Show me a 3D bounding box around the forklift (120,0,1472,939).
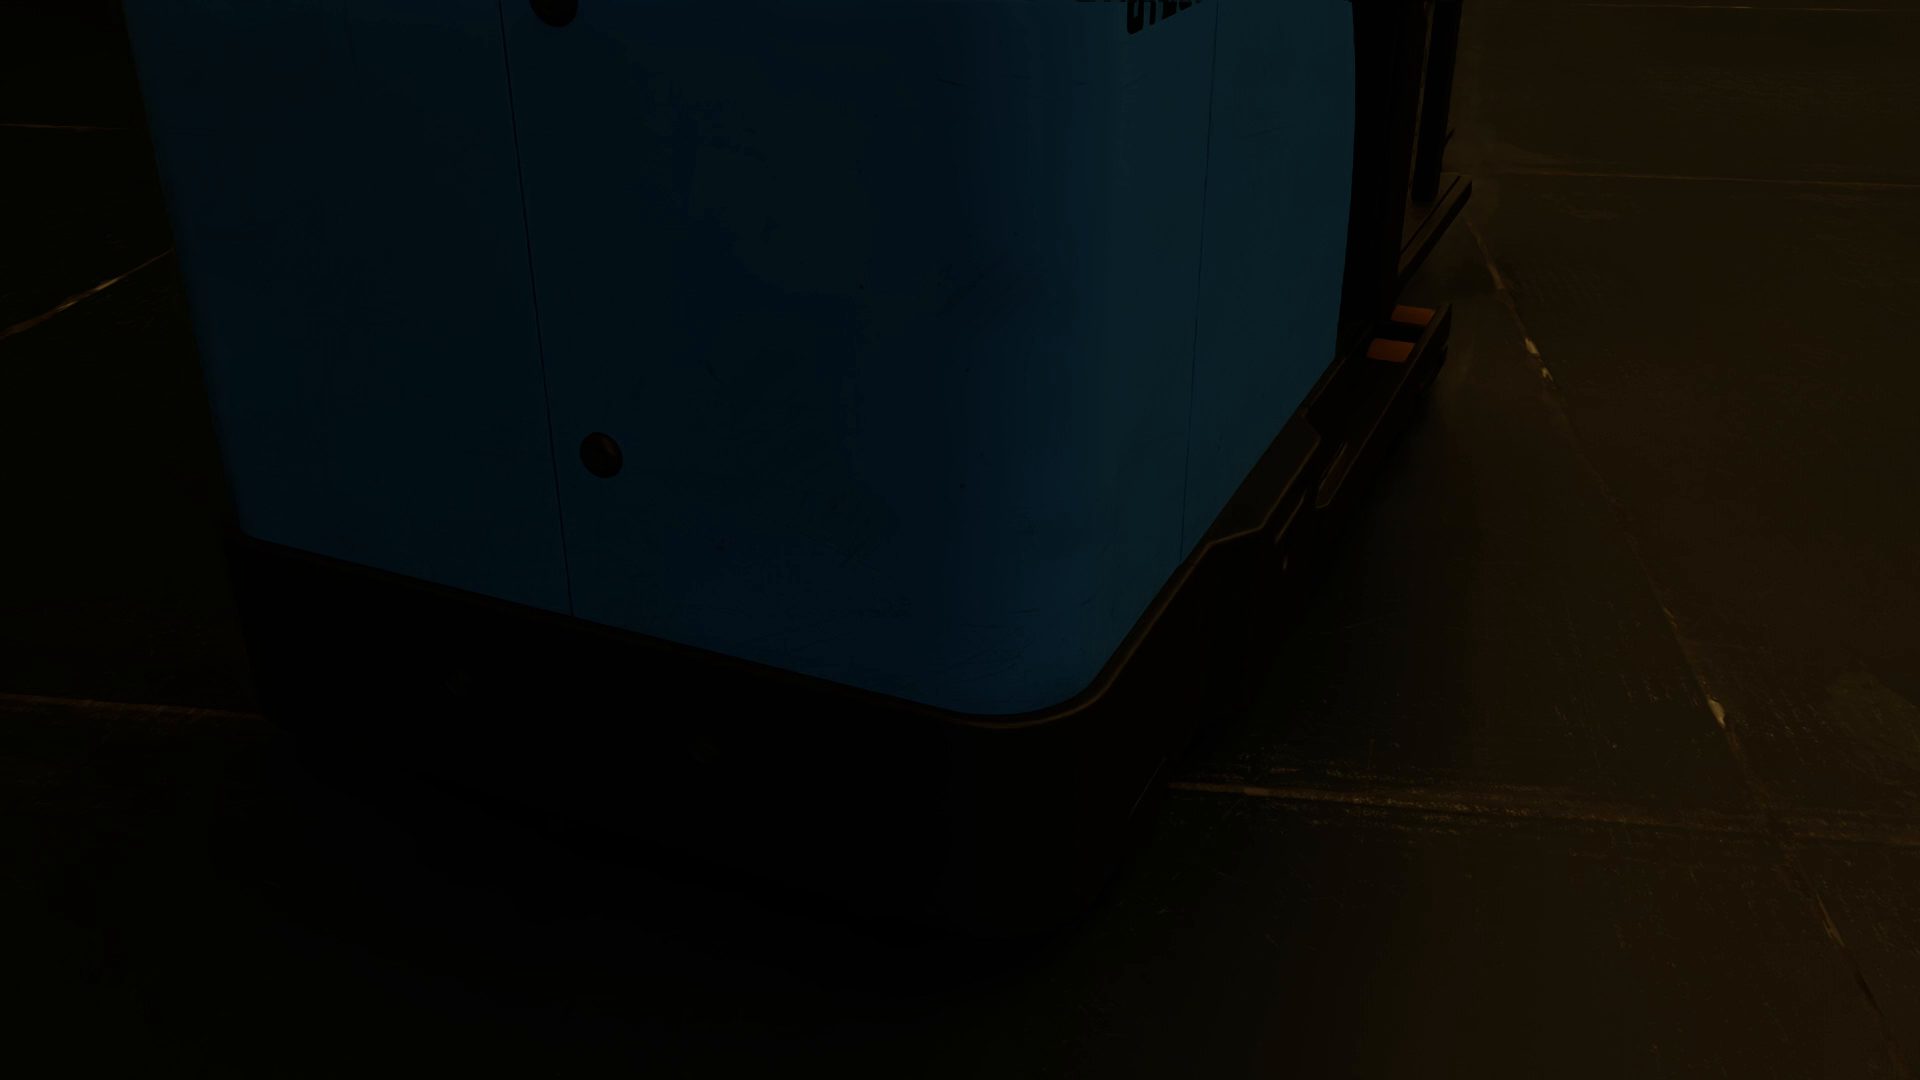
[{"bbox_3d":[0.245,-1.564,2.352,1.130,2.935,3.031,12,29,22],"label":"forklift"}]
